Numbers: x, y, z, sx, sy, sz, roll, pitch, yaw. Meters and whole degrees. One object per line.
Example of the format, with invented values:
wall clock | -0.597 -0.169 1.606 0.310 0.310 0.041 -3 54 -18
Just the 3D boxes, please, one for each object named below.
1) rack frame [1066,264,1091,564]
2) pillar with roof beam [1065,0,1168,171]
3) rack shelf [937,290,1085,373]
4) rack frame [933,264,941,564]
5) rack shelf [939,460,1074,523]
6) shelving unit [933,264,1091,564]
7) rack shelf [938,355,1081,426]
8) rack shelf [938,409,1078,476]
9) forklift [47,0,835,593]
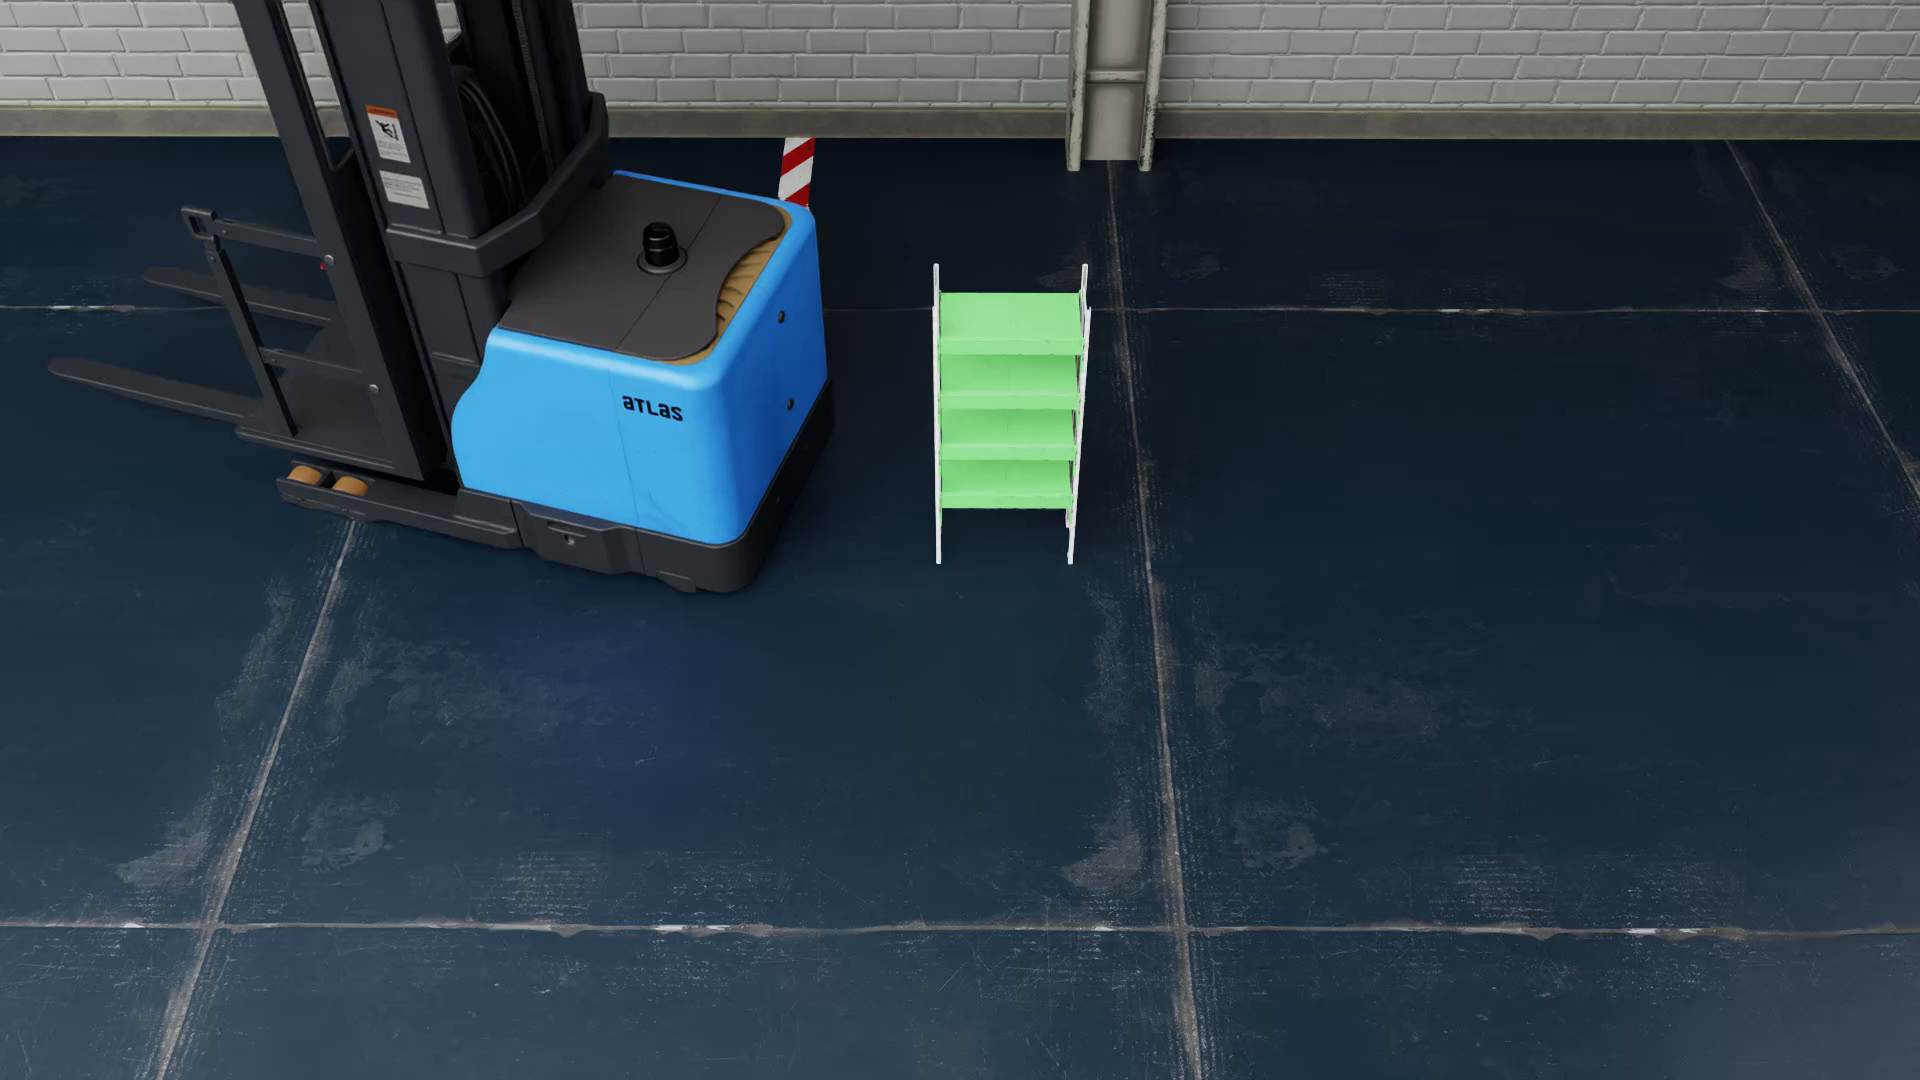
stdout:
rack frame | 0.410 -0.408 5.810 0.015 1.200 0.240 0 47 0
pillar with roof beam | 0.692 -1.777 1.756 0.400 9.000 9.100 0 47 0
rack shelf | 0.166 -0.692 5.506 0.480 0.148 0.258 0 47 0
rack frame | -0.078 -0.409 5.811 0.015 1.200 0.240 0 47 0
rack shelf | 0.166 -0.201 6.033 0.480 0.148 0.258 0 47 0
shelving unit | 0.166 -0.408 5.810 0.503 1.200 0.258 0 47 0
rack shelf | 0.166 -0.528 5.681 0.480 0.148 0.258 0 47 0
rack shelf | 0.166 -0.365 5.857 0.480 0.148 0.258 0 47 0
forklift | -2.072 -1.434 5.582 3.031 2.935 1.130 13 48 12
